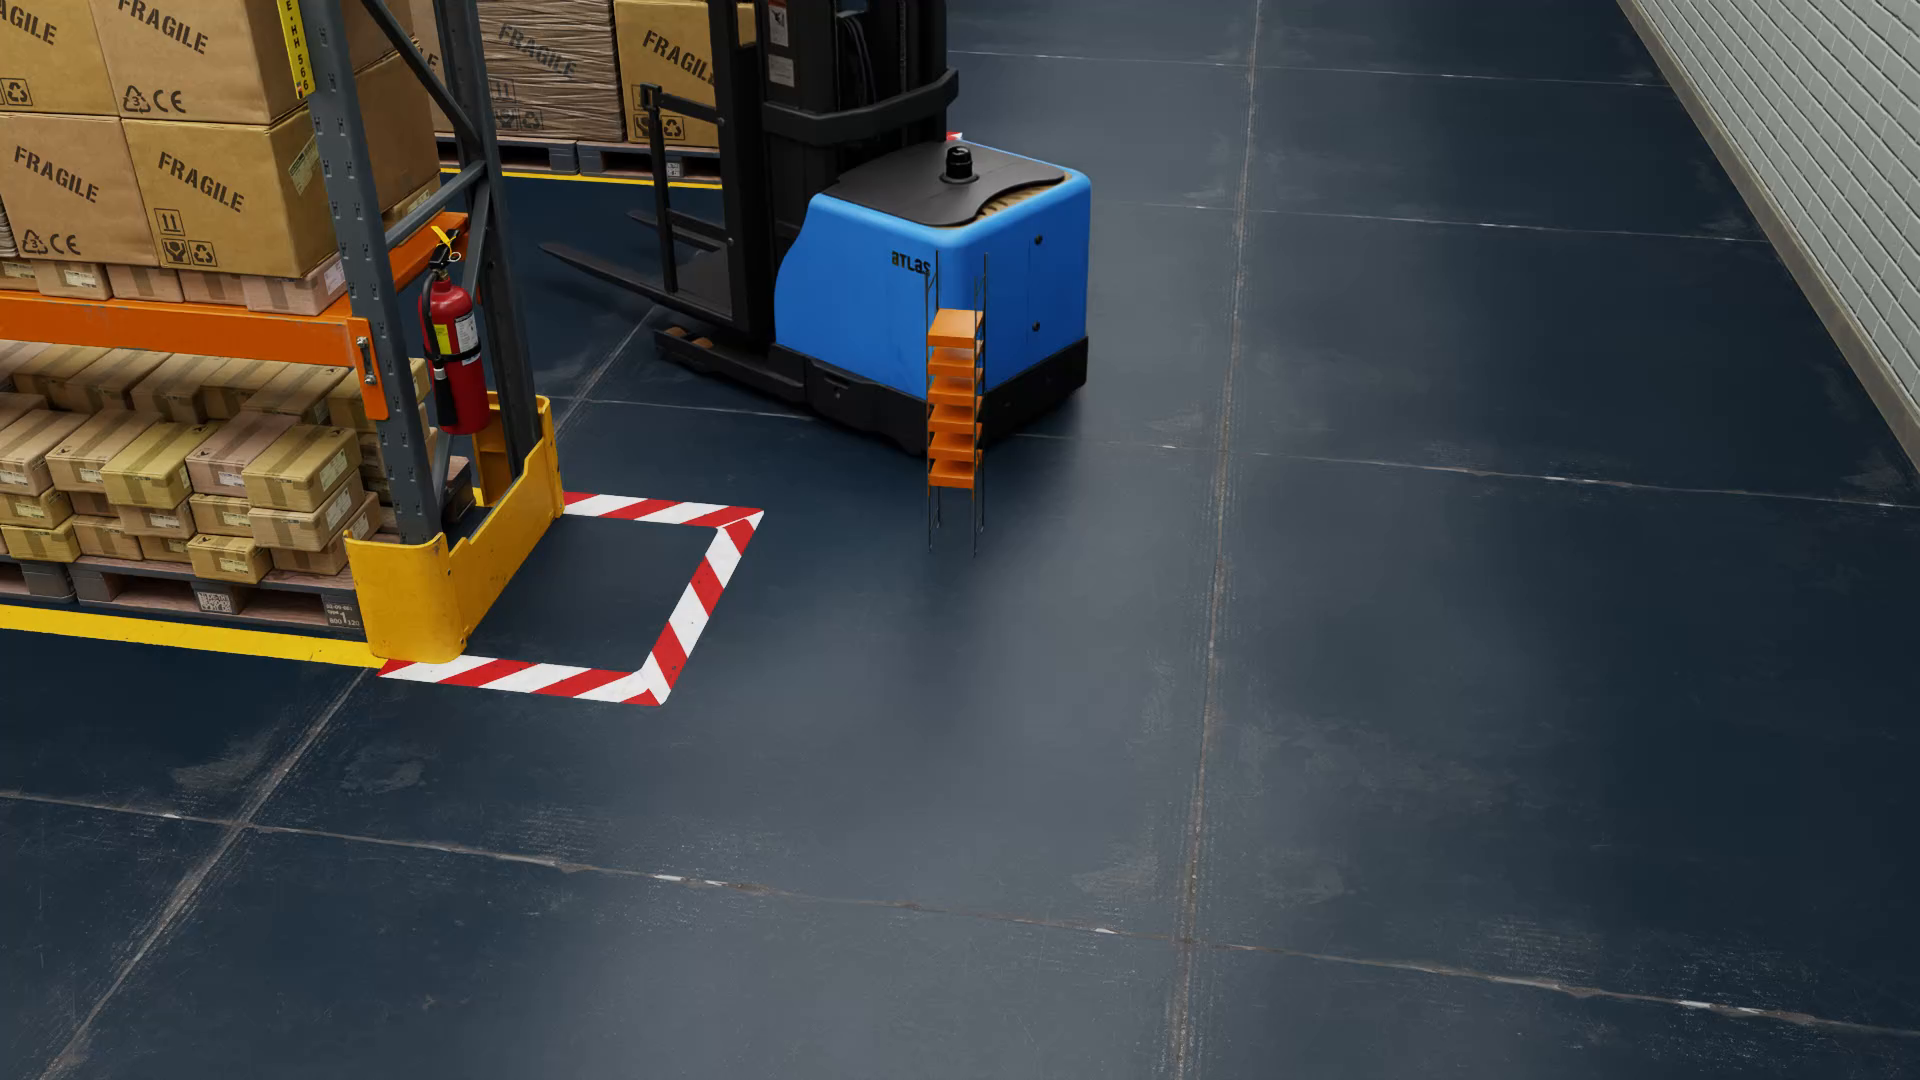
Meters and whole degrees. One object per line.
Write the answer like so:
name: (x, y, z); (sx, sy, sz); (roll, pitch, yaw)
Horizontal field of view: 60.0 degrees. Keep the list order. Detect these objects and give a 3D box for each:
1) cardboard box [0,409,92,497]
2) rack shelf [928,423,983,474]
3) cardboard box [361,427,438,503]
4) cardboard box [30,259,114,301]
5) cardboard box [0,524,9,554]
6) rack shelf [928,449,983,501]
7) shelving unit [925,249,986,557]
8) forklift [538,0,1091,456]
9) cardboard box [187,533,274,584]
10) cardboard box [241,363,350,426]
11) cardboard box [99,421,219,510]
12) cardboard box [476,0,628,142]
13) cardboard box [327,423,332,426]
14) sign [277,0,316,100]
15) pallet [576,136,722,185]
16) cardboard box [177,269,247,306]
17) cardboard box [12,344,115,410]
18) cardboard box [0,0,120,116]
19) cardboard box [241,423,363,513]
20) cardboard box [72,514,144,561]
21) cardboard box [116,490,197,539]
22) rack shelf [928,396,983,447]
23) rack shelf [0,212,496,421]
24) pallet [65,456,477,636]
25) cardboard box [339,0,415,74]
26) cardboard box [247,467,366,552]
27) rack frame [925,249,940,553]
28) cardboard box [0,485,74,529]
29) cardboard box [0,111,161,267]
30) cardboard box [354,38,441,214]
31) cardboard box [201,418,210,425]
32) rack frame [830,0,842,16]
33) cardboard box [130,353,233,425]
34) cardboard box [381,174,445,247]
cardboard box: (-3.433, -0.327, 6.176); (0.250, 0.149, 0.380); (6, 33, 10)
rack shelf: (-0.014, -0.370, 6.521); (0.180, 0.103, 0.258); (5, 32, 8)
cardboard box: (-2.298, -0.314, 6.716); (0.250, 0.149, 0.380); (6, 33, 9)
cardboard box: (-2.948, -0.972, 5.712); (0.250, 0.149, 0.380); (6, 33, 10)
cardboard box: (-3.679, -0.117, 6.400); (0.250, 0.149, 0.380); (6, 33, 9)
rack shelf: (-0.014, -0.269, 6.585); (0.180, 0.103, 0.258); (5, 32, 8)
shelving unit: (-0.014, -0.510, 6.434); (0.189, 1.200, 0.258); (5, 32, 8)
forklift: (-0.863, -2.242, 7.569); (3.031, 2.935, 1.130); (24, 39, 33)
cardboard box: (-2.660, -0.008, 6.226); (0.250, 0.149, 0.380); (6, 33, 10)
cardboard box: (-2.587, -0.538, 6.513); (0.250, 0.149, 0.380); (6, 33, 9)
cardboard box: (-2.915, -0.276, 6.094); (0.250, 0.149, 0.380); (4, 32, 7)
cardboard box: (-2.443, -3.089, 10.465); (0.875, 0.875, 0.875); (5, 32, 8)
cardboard box: (-2.569, -0.461, 6.670); (0.250, 0.149, 0.380); (5, 32, 8)
sign: (-1.949, -1.467, 4.877); (0.005, 0.325, 0.100); (5, 32, 8)
pallet: (-1.703, -2.564, 10.647); (1.213, 0.211, 1.003); (5, 32, 8)
cardboard box: (-2.443, -0.947, 5.672); (0.250, 0.149, 0.380); (5, 32, 8)
cardboard box: (-3.595, -0.684, 6.745); (0.250, 0.149, 0.380); (6, 32, 9)
cardboard box: (-2.828, -1.679, 5.288); (0.500, 0.500, 0.500); (4, 32, 7)
cardboard box: (-2.400, -0.267, 6.079); (0.250, 0.149, 0.380); (6, 32, 9)
cardboard box: (-3.151, -0.092, 6.360); (0.250, 0.149, 0.380); (5, 32, 9)
cardboard box: (-2.916, -0.169, 6.204); (0.250, 0.149, 0.380); (4, 32, 6)
rack shelf: (-0.014, -0.472, 6.457); (0.180, 0.103, 0.258); (5, 32, 8)
rack shelf: (-3.807, -1.004, 6.205); (4.000, 0.370, 1.077); (5, 32, 8)
pallet: (-2.705, -0.046, 6.625); (1.213, 0.211, 1.003); (5, 32, 8)
cardboard box: (-2.233, -1.901, 5.644); (0.500, 0.500, 0.500); (5, 32, 8)
cardboard box: (-2.404, -0.124, 6.131); (0.250, 0.149, 0.380); (4, 32, 7)
rack frame: (-0.104, -0.518, 6.447); (0.006, 1.200, 0.240); (5, 32, 8)
cardboard box: (-3.429, -0.209, 6.267); (0.250, 0.149, 0.380); (6, 32, 9)
cardboard box: (-2.829, -1.253, 5.550); (0.500, 0.500, 0.500); (5, 32, 7)
cardboard box: (-2.231, -1.483, 5.918); (0.500, 0.500, 0.500); (7, 33, 11)
cardboard box: (-3.060, -0.516, 6.758); (0.250, 0.149, 0.380); (6, 33, 10)
rack frame: (-0.901, -3.715, 9.859); (0.127, 3.000, 1.000); (5, 32, 8)
cardboard box: (-3.072, -0.607, 6.622); (0.250, 0.149, 0.380); (4, 32, 6)
cardboard box: (-2.100, -1.224, 6.115); (0.250, 0.149, 0.380); (5, 32, 8)
